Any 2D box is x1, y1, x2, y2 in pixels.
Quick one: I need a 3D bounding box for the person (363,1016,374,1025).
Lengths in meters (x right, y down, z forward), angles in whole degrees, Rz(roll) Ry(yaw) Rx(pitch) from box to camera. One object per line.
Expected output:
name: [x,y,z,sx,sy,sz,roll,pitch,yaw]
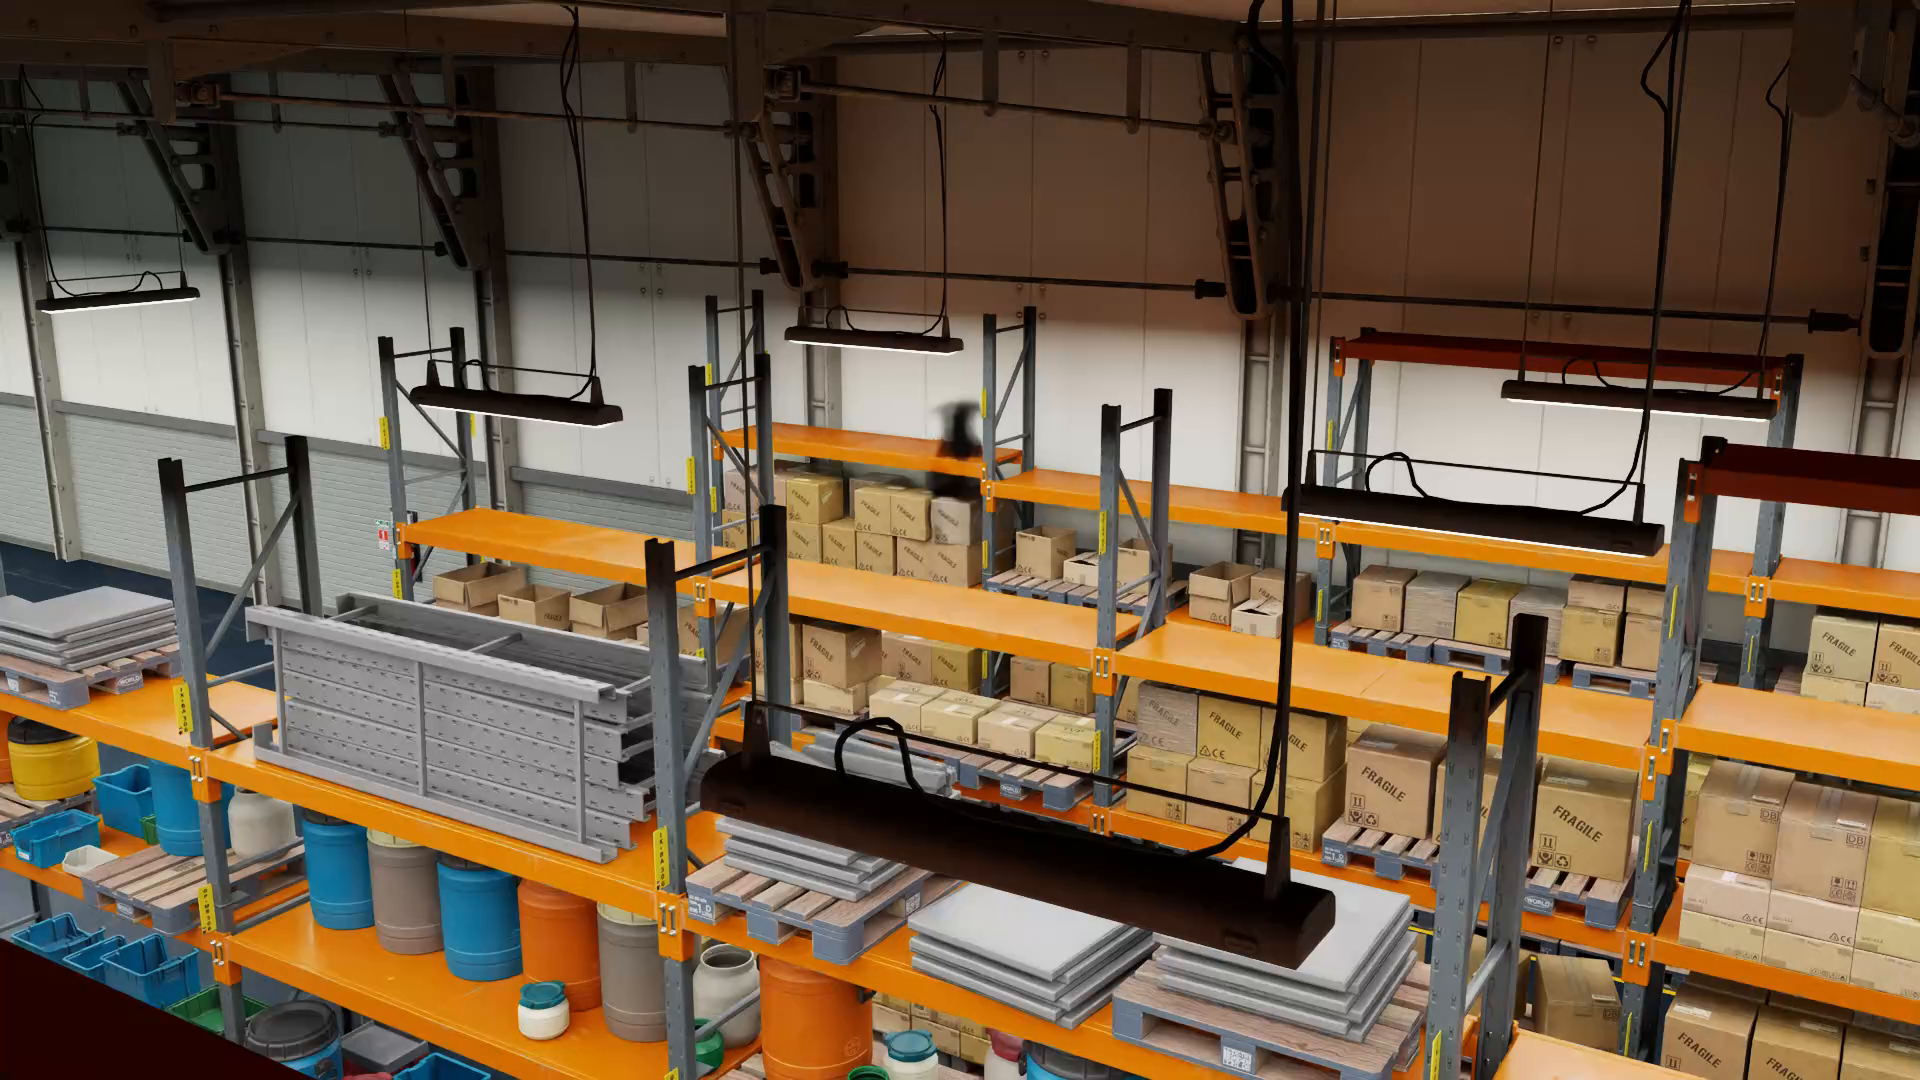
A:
person: [-5.256,3.659,14.929,0.555,1.686,0.757,10,17,36]
